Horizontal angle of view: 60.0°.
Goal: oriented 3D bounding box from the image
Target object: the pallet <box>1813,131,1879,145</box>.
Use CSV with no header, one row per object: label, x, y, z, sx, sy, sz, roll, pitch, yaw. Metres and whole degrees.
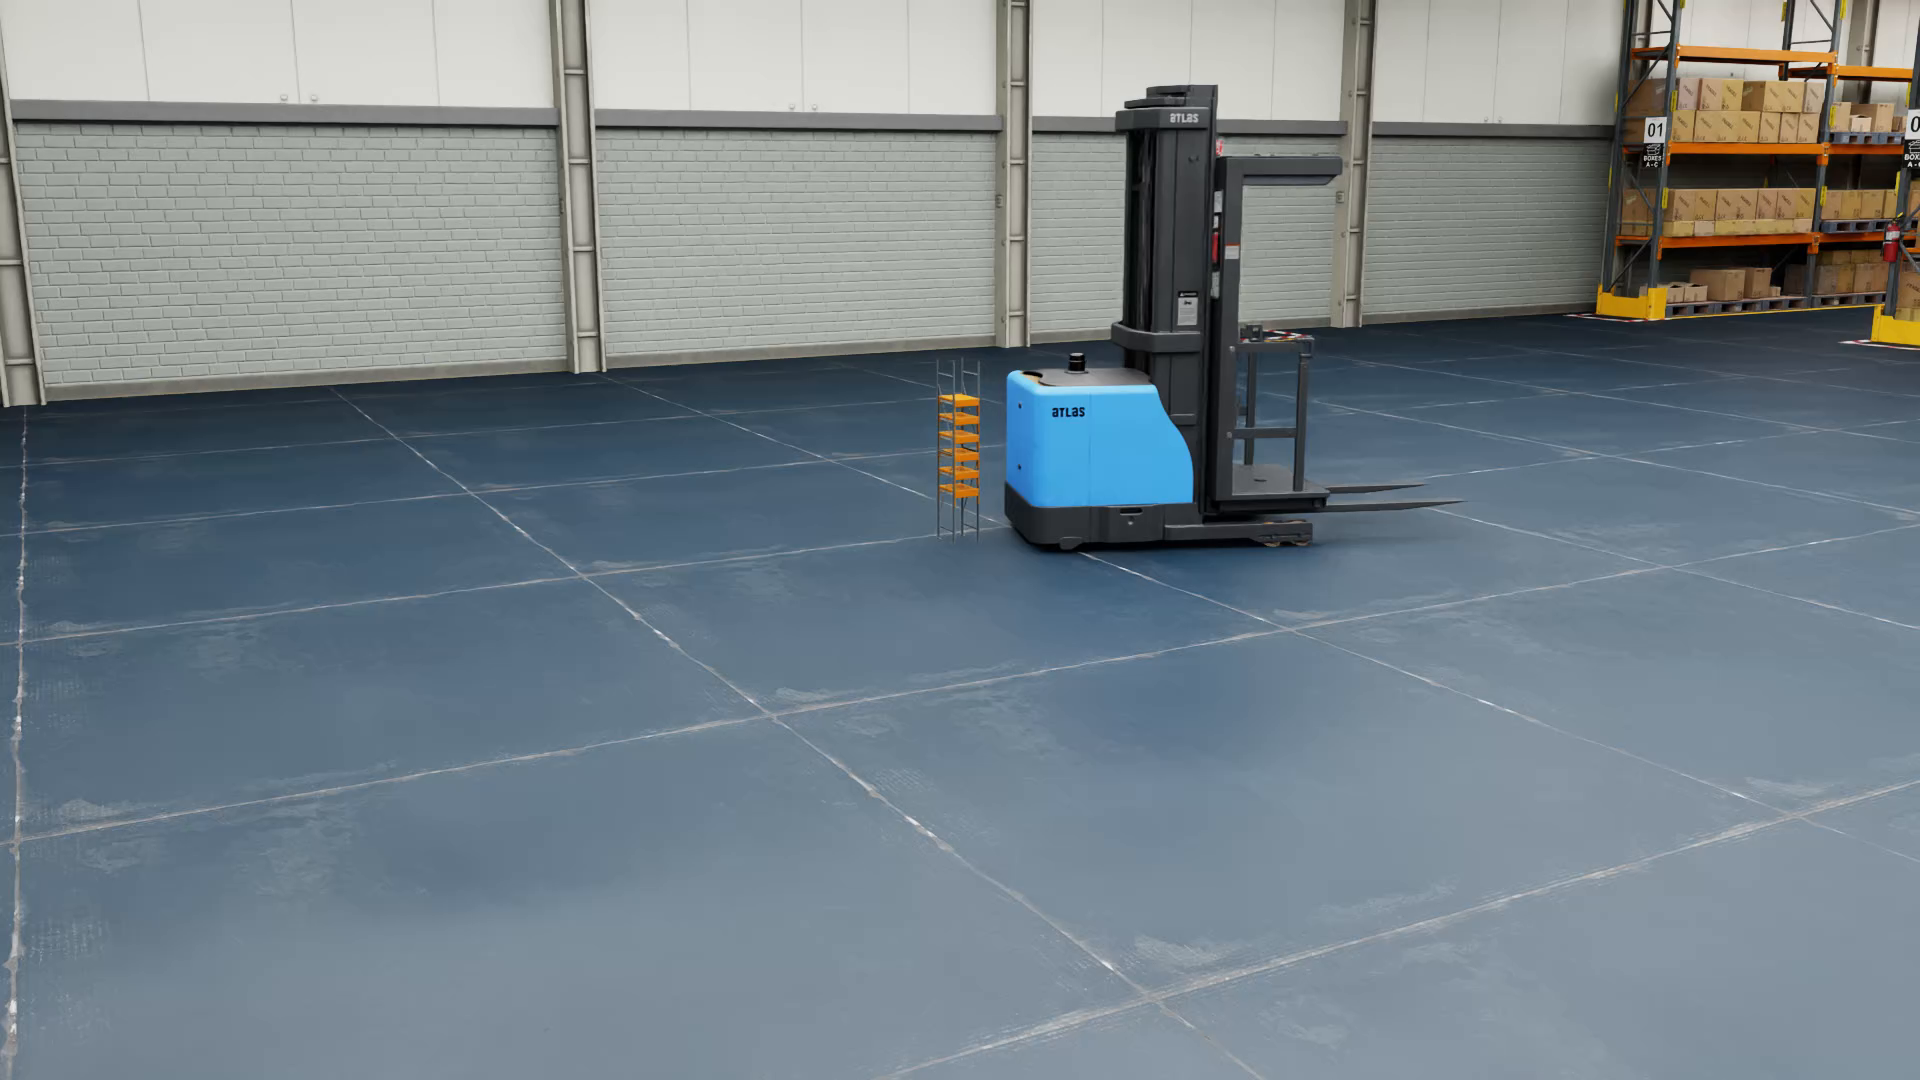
pallet,15.163,-7.010,29.023,1.003,0.211,1.213,-7,14,-28

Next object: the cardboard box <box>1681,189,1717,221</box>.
cardboard box,12.061,-5.518,27.385,0.500,0.500,0.500,-7,14,-28

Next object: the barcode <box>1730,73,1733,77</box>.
barcode,13.144,-7.921,28.315,0.075,0.075,0.001,-7,14,-28

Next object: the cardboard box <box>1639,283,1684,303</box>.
cardboard box,11.710,-4.132,27.758,0.500,0.311,0.500,-9,15,-34

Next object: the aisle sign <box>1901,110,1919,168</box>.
aisle sign,13.238,-5.537,22.960,0.004,0.787,0.394,-7,14,-28

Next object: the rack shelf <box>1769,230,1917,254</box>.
rack shelf,16.326,-5.454,30.148,4.000,0.370,1.077,-7,14,-28

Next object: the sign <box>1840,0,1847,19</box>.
sign,14.814,-8.909,27.891,0.005,0.325,0.100,-7,14,-28

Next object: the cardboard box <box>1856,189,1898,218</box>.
cardboard box,16.591,-6.092,30.115,0.500,0.500,0.700,-7,14,-28

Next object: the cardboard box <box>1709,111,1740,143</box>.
cardboard box,12.415,-6.787,27.331,0.500,0.500,0.500,-6,14,-25

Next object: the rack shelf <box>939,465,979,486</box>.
rack shelf,-0.013,-0.423,11.007,0.180,0.103,0.258,-7,14,-28

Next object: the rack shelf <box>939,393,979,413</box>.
rack shelf,-0.013,-0.892,10.901,0.180,0.103,0.258,-7,14,-28

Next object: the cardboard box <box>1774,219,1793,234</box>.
cardboard box,13.859,-5.372,28.442,0.500,0.250,0.500,-7,14,-28

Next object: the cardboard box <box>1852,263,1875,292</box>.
cardboard box,16.105,-4.780,30.207,0.500,0.500,0.700,-7,14,-27

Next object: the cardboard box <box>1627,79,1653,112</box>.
cardboard box,11.313,-7.279,27.238,0.500,0.500,0.500,-6,14,-25

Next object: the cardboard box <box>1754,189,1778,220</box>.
cardboard box,13.421,-5.683,28.116,0.500,0.500,0.500,-7,15,-29

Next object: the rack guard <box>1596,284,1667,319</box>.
rack guard,11.126,-3.962,27.575,0.348,0.500,1.175,-7,14,-28

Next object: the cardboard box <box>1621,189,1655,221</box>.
cardboard box,11.371,-5.566,27.599,0.500,0.500,0.500,-7,14,-28

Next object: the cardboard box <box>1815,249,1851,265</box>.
cardboard box,15.593,-5.083,29.845,0.500,0.250,0.500,-7,15,-29

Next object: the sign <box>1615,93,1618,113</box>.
sign,10.811,-7.178,27.323,0.005,0.325,0.100,-7,14,-28

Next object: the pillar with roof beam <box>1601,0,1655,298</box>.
pillar with roof beam,13.322,-7.511,23.987,0.400,9.000,9.100,-7,14,-28

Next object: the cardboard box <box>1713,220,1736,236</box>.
cardboard box,12.539,-5.210,27.723,0.500,0.250,0.500,-7,15,-29

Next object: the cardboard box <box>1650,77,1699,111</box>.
cardboard box,11.514,-7.177,26.784,0.500,0.500,0.500,-8,15,-32

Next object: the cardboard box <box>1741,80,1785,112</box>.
cardboard box,13.331,-7.382,27.697,0.500,0.500,0.500,-7,15,-30

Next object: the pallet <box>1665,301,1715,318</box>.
pallet,11.856,-3.900,27.956,1.213,0.211,1.003,-7,14,-28

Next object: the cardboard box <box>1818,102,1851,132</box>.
cardboard box,15.089,-7.353,28.935,0.500,0.500,0.500,-5,13,-20

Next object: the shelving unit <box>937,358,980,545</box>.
shelving unit,-0.013,-0.584,10.971,0.189,1.200,0.258,-7,14,-28

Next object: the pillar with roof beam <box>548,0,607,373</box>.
pillar with roof beam,-2.477,-5.617,15.573,0.400,9.000,9.100,-7,14,-28

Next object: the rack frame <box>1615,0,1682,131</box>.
rack frame,11.059,-8.100,26.606,0.127,3.000,1.000,-7,14,-28

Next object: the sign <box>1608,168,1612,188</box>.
sign,10.811,-6.001,27.587,0.005,0.325,0.100,-7,14,-28

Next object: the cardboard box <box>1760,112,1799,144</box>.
cardboard box,13.796,-6.965,28.119,0.500,0.500,0.500,-8,15,-33

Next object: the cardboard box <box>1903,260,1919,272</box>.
cardboard box,17.474,-4.924,30.849,0.500,0.500,0.700,-7,14,-27

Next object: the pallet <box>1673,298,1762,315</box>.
pallet,12.926,-4.027,28.522,1.213,0.211,1.003,-7,14,-28

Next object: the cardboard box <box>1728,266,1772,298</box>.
cardboard box,13.679,-4.472,28.841,0.500,0.500,0.500,-8,15,-32

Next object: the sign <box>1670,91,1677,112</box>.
sign,11.320,-6.959,26.375,0.005,0.325,0.100,-7,14,-28

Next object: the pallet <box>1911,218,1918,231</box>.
pallet,17.507,-5.826,30.601,1.003,0.211,1.213,-7,14,-28

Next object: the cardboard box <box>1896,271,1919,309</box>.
cardboard box,13.764,-3.562,23.703,0.500,0.500,0.500,-7,14,-28

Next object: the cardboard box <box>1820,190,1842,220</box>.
cardboard box,15.033,-5.904,29.284,0.500,0.500,0.700,-7,14,-28

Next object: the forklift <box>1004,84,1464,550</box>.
forklift,1.873,-1.497,11.083,3.031,2.935,1.130,-2,13,-9

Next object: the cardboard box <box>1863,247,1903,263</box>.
cardboard box,16.944,-5.242,30.554,0.500,0.250,0.500,-7,14,-27

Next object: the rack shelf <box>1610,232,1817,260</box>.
rack shelf,12.815,-5.033,28.278,4.000,0.370,1.077,-7,14,-28

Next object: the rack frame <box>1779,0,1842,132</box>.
rack frame,14.570,-8.521,28.476,0.127,3.000,1.000,-7,14,-28
